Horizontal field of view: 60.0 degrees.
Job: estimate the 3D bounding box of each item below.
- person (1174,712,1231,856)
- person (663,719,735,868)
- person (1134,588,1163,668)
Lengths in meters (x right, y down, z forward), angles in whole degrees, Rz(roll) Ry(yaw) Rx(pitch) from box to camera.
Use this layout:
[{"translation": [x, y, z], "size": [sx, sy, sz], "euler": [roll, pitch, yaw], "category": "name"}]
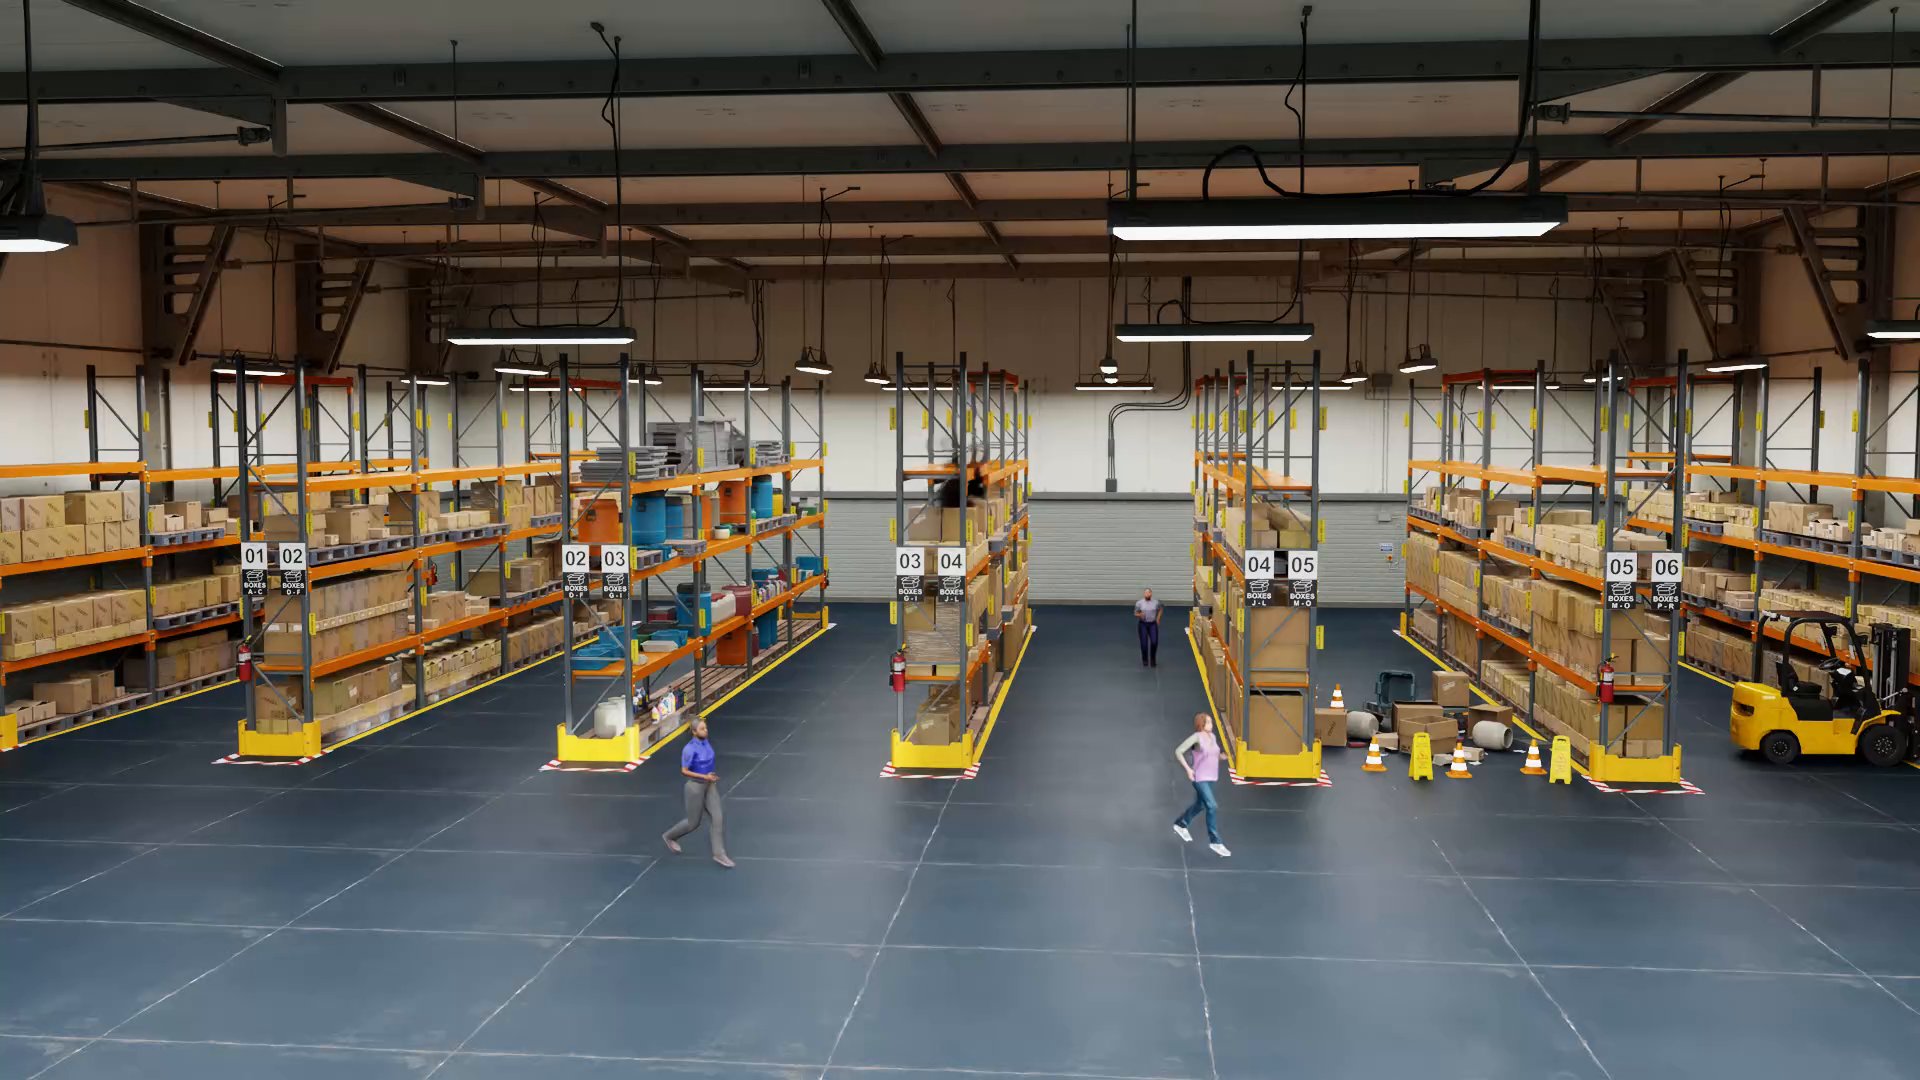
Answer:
[{"translation": [2.825, 2.807, 19.357], "size": [0.832, 1.611, 0.524], "euler": [3, 5, 41], "category": "person"}, {"translation": [-2.954, 2.852, 18.822], "size": [0.930, 1.649, 0.592], "euler": [2, 5, 28], "category": "person"}, {"translation": [3.830, 1.794, 33.789], "size": [0.589, 1.649, 0.632], "euler": [0, 4, 4], "category": "person"}]
